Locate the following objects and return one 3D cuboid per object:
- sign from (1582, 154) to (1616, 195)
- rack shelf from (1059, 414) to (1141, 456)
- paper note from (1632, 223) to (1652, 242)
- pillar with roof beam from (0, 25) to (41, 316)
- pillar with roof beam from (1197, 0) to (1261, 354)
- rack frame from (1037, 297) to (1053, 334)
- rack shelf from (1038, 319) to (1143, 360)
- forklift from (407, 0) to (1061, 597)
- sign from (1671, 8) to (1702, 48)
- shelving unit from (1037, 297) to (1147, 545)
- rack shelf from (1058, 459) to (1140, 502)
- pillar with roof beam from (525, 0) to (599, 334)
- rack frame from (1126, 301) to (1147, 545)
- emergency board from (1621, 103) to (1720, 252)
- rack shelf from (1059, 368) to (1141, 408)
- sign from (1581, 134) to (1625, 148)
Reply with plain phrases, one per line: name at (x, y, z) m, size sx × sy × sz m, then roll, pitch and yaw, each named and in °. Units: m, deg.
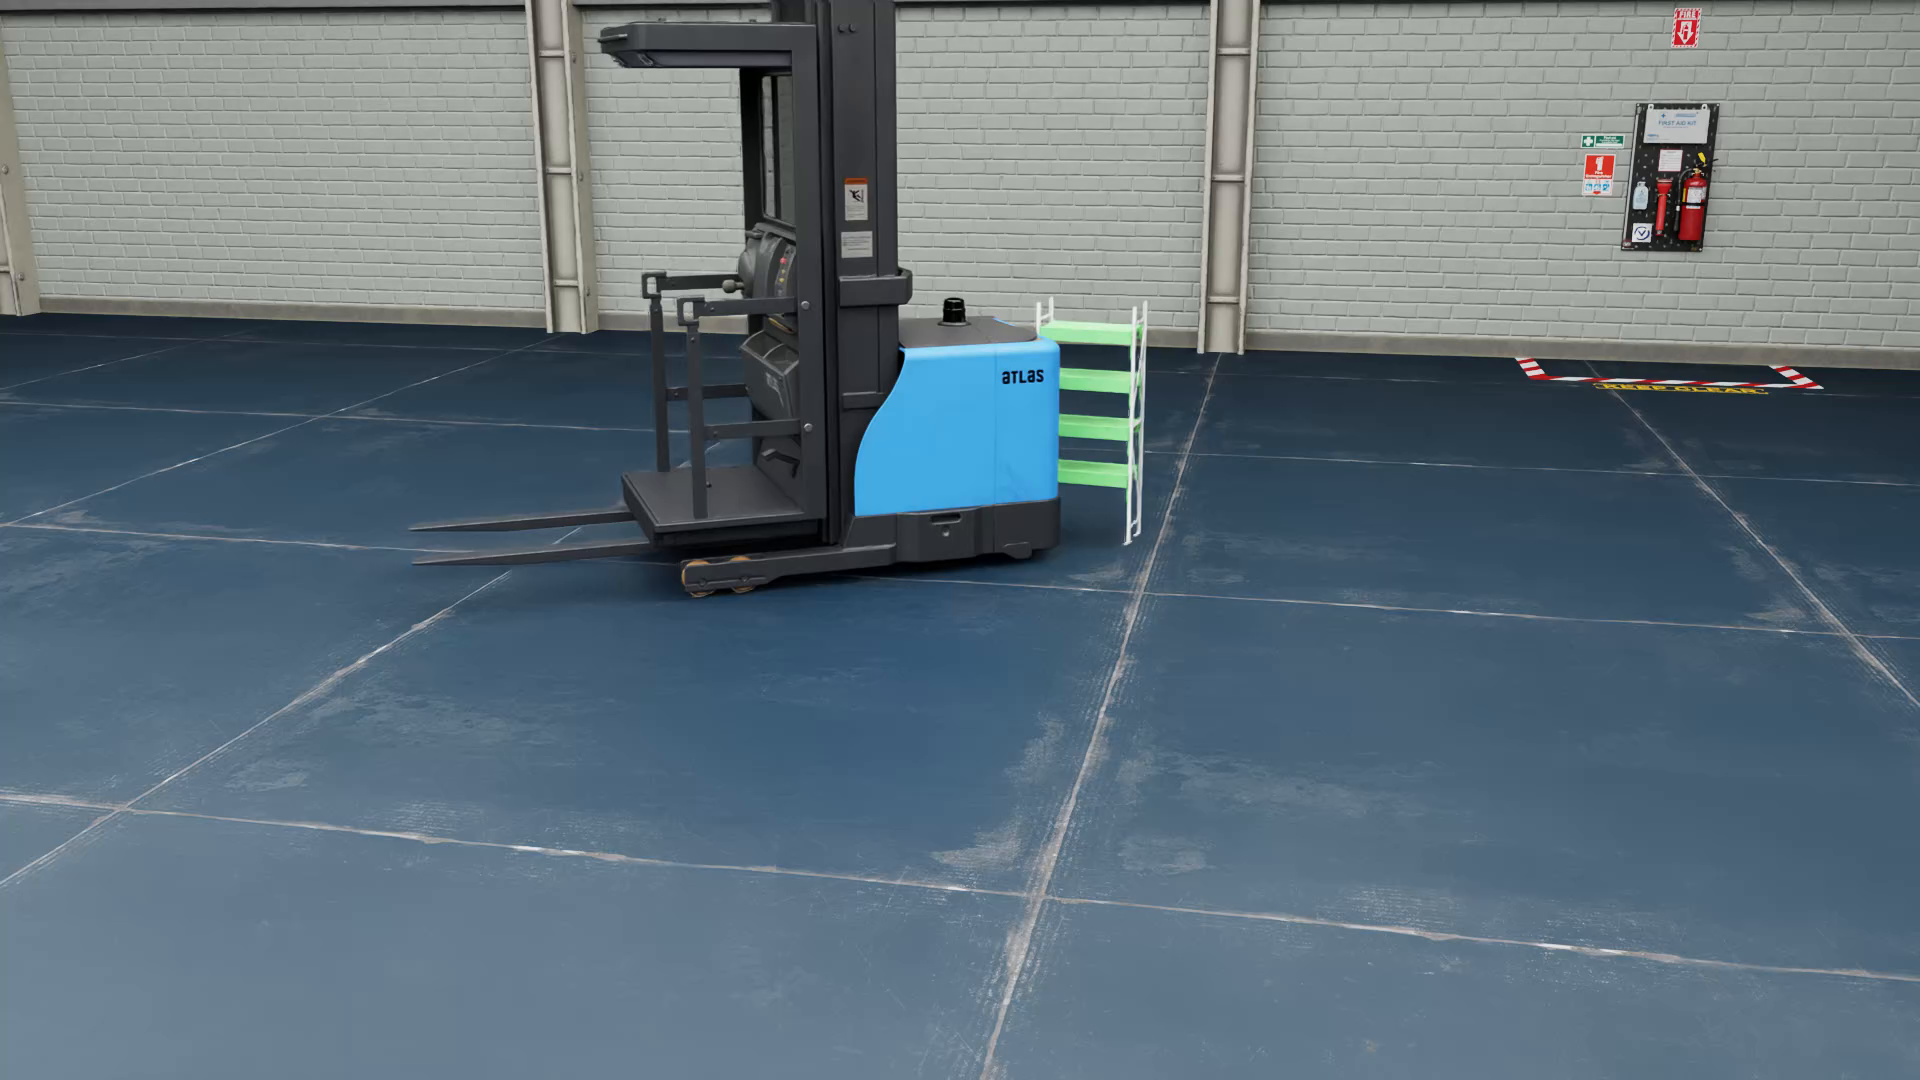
sign at (5.208, -2.979, 13.560) m, size 0.234 × 0.329 × 0.001 m, roll 3°, pitch 16°, yaw 11°
rack shelf at (0.657, -0.543, 8.445) m, size 0.480 × 0.148 × 0.258 m, roll 5°, pitch 16°, yaw 19°
paper note at (5.570, -2.508, 13.578) m, size 0.142 × 0.148 × 0.016 m, roll 3°, pitch 16°, yaw 11°
pillar with roof beam at (-10.353, -5.486, 11.441) m, size 0.400 × 9.000 × 9.100 m, roll 3°, pitch 16°, yaw 11°
pillar with roof beam at (1.406, -4.848, 9.137) m, size 0.400 × 9.000 × 9.100 m, roll 3°, pitch 16°, yaw 11°
rack frame at (0.428, -0.627, 8.506) m, size 0.015 × 1.200 × 0.240 m, roll 5°, pitch 16°, yaw 19°
rack shelf at (0.657, -1.006, 8.316) m, size 0.480 × 0.148 × 0.258 m, roll 5°, pitch 16°, yaw 19°
forklift at (-1.083, -1.311, 7.736) m, size 3.031 × 2.935 × 1.130 m, roll -5°, pitch 16°, yaw -19°
sign at (5.741, -4.049, 13.148) m, size 0.199 × 0.298 × 0.001 m, roll 3°, pitch 16°, yaw 11°
shelving unit at (0.657, -0.605, 8.428) m, size 0.503 × 1.200 × 0.258 m, roll 5°, pitch 16°, yaw 19°
rack shelf at (0.657, -0.312, 8.509) m, size 0.480 × 0.148 × 0.258 m, roll 5°, pitch 16°, yaw 19°
pillar with roof beam at (-4.474, -5.167, 10.289) m, size 0.400 × 9.000 × 9.100 m, roll 3°, pitch 16°, yaw 11°
rack frame at (0.887, -0.583, 8.349) m, size 0.015 × 1.200 × 0.240 m, roll 5°, pitch 16°, yaw 19°
emergency board at (5.729, -2.905, 13.361) m, size 0.643 × 1.169 × 0.194 m, roll 3°, pitch 16°, yaw 11°
rack shelf at (0.657, -0.774, 8.381) m, size 0.480 × 0.148 × 0.258 m, roll 5°, pitch 16°, yaw 19°
sign at (5.211, -3.232, 13.480) m, size 0.331 × 0.109 × 0.001 m, roll 3°, pitch 16°, yaw 11°
